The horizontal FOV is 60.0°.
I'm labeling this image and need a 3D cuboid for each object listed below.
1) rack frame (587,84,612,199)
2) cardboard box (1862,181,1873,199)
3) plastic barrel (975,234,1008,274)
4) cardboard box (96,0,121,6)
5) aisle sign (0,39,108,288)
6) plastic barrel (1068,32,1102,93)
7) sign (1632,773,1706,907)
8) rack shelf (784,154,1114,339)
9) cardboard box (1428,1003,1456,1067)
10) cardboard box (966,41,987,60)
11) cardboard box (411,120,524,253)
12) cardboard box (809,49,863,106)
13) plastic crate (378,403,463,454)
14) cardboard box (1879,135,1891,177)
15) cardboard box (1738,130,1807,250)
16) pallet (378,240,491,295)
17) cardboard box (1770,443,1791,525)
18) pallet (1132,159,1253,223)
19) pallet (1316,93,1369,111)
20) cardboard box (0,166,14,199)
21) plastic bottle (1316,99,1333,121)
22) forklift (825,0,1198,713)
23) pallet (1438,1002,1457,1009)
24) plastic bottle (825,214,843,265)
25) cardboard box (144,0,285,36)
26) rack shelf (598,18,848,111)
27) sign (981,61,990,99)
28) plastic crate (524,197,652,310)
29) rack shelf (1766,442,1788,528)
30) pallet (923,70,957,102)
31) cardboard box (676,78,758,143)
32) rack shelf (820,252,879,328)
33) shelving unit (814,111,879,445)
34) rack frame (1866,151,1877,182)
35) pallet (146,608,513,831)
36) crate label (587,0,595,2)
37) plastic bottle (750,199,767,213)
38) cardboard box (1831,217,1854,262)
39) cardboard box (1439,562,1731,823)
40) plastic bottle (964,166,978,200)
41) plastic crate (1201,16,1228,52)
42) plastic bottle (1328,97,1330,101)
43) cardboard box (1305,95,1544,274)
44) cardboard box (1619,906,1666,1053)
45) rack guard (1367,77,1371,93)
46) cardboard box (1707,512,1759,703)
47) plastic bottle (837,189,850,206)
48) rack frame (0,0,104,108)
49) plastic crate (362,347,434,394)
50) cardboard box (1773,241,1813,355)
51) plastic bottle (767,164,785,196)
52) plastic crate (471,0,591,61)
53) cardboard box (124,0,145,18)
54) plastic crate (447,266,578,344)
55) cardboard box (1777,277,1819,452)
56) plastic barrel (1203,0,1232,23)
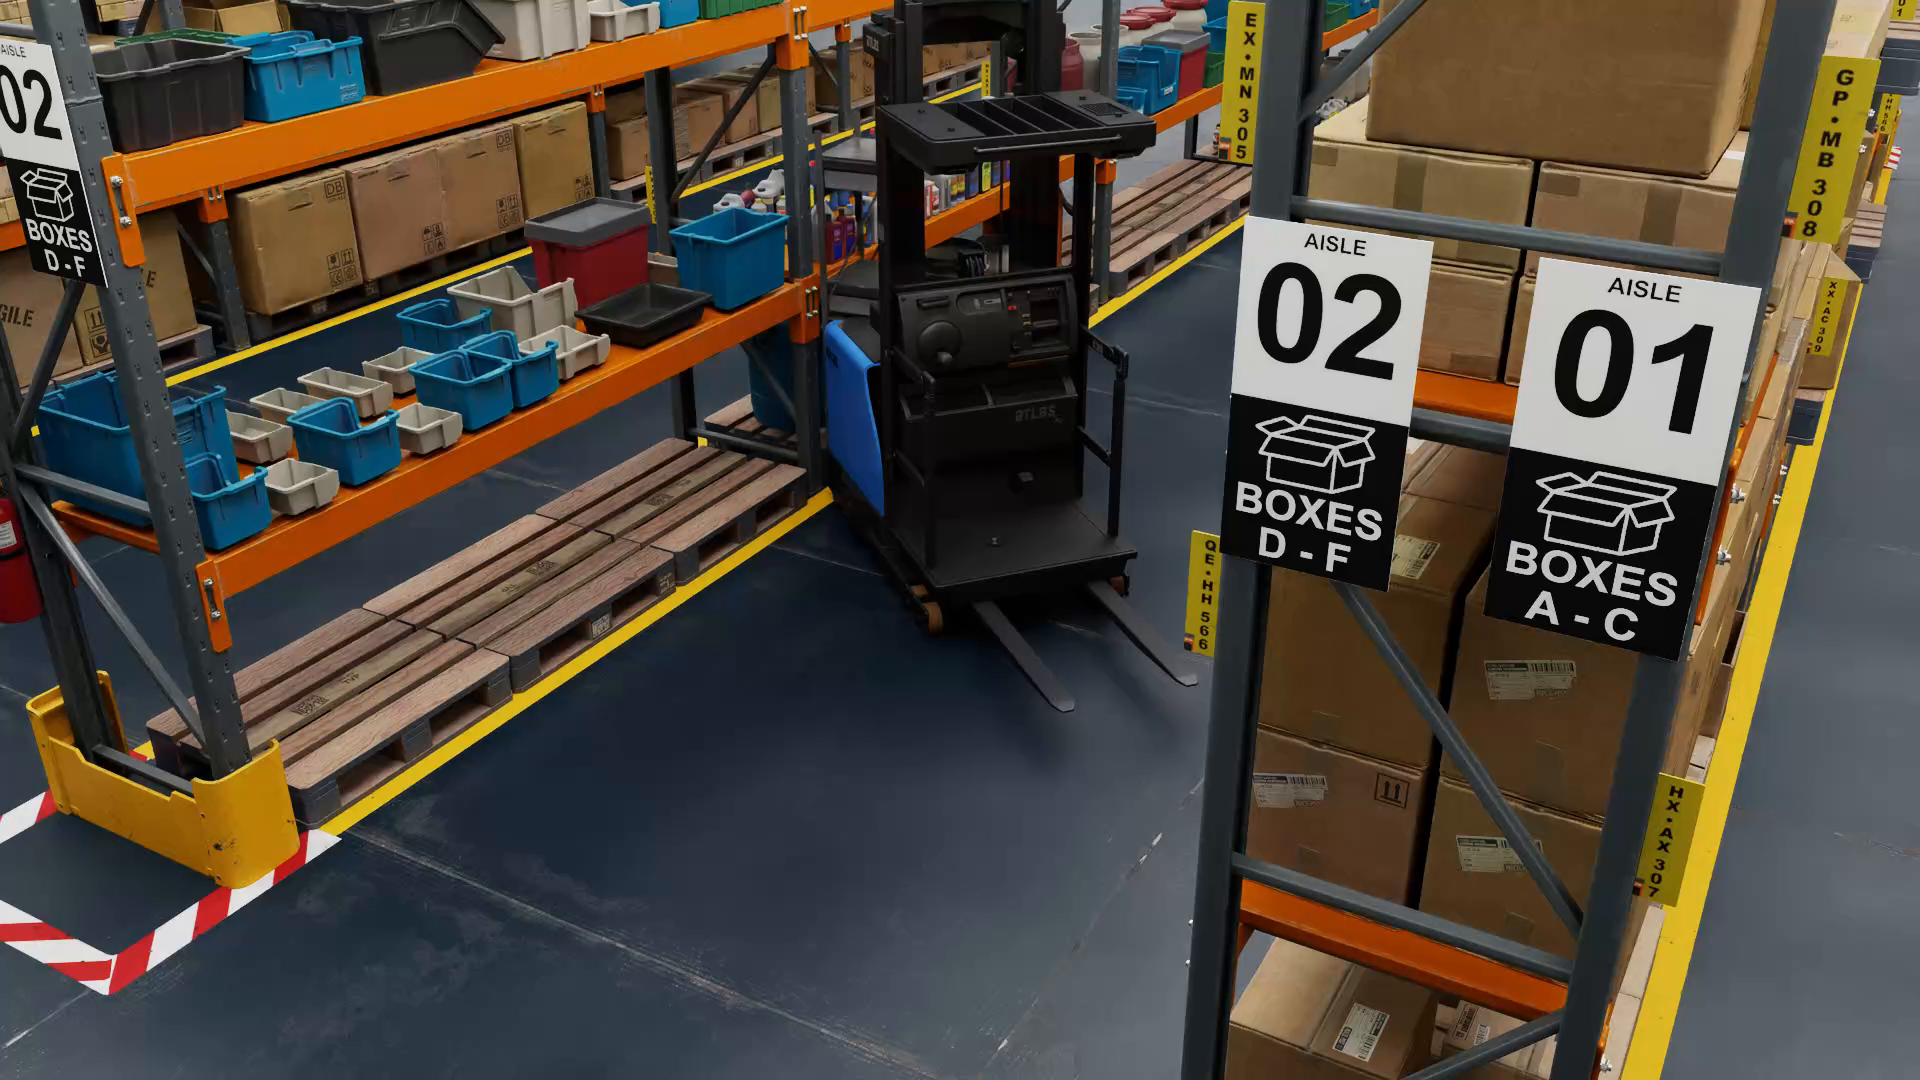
[{"bbox_3d":[-3.621,-4.378,14.644,1.000,3.000,0.127,14,30,26],"label":"rack frame"},{"bbox_3d":[7.020,-2.742,13.352,0.500,0.311,0.500,14,30,26],"label":"cardboard box"},{"bbox_3d":[0.265,-1.928,12.061,0.421,0.512,0.421,0,27,0],"label":"plastic barrel"},{"bbox_3d":[-8.117,-5.120,15.607,0.380,0.149,0.250,14,30,26],"label":"cardboard box"},{"bbox_3d":[-3.021,-1.238,5.469,0.394,0.787,0.004,14,30,26],"label":"aisle sign"},{"bbox_3d":[1.011,-3.785,13.335,0.421,0.512,0.421,0,27,0],"label":"plastic barrel"},{"bbox_3d":[1.539,0.655,3.623,0.100,0.325,0.005,14,30,26],"label":"sign"},{"bbox_3d":[-0.293,-2.186,11.070,1.077,0.370,4.000,14,30,26],"label":"rack shelf"},{"bbox_3d":[1.397,1.589,5.399,0.380,0.166,0.250,14,30,26],"label":"cardboard box"},{"bbox_3d":[-0.007,-6.326,20.859,0.500,0.500,0.500,21,33,35],"label":"cardboard box"},{"bbox_3d":[-4.424,-3.005,13.807,1.225,0.875,0.875,14,30,26],"label":"cardboard box"},{"bbox_3d":[-1.422,-5.154,18.518,0.500,0.500,0.500,13,29,25],"label":"cardboard box"},{"bbox_3d":[-2.273,-0.473,7.072,0.250,0.136,0.298,14,30,26],"label":"plastic crate"},{"bbox_3d":[7.962,-3.549,14.753,0.500,0.500,0.500,14,30,26],"label":"cardboard box"},{"bbox_3d":[1.798,-0.911,3.977,0.500,0.250,0.500,14,30,26],"label":"cardboard box"},{"bbox_3d":[-4.676,-2.367,13.742,1.003,0.211,1.213,14,30,26],"label":"pallet"},{"bbox_3d":[4.239,-0.450,9.099,0.500,0.500,0.500,13,29,24],"label":"cardboard box"},{"bbox_3d":[2.306,-3.284,15.575,1.003,0.211,1.213,14,30,26],"label":"pallet"},{"bbox_3d":[4.226,-4.803,18.608,1.003,0.211,1.213,14,30,26],"label":"pallet"},{"bbox_3d":[-6.081,-2.254,10.237,0.500,0.250,0.500,15,30,27],"label":"cardboard box"},{"bbox_3d":[3.719,-4.321,16.998,0.144,0.351,0.185,14,30,26],"label":"plastic bottle"},{"bbox_3d":[0.223,-1.047,8.068,1.130,2.935,3.031,-10,28,-18],"label":"forklift"},{"bbox_3d":[1.495,1.829,5.360,1.003,0.211,1.213,14,30,26],"label":"pallet"},{"bbox_3d":[-0.725,-1.725,9.475,0.061,0.283,0.133,14,30,26],"label":"plastic bottle"},{"bbox_3d":[-5.282,-3.563,11.784,0.797,0.503,0.637,13,30,25],"label":"cardboard box"},{"bbox_3d":[-2.637,-4.836,16.363,1.077,0.370,4.000,14,30,26],"label":"rack shelf"},{"bbox_3d":[0.209,-3.479,12.666,0.100,0.325,0.005,14,30,26],"label":"sign"},{"bbox_3d":[-1.934,-1.491,8.739,0.402,0.464,0.583,14,30,26],"label":"plastic crate"},{"bbox_3d":[4.018,-1.094,8.888,1.077,0.370,4.000,14,30,26],"label":"rack shelf"},{"bbox_3d":[-0.754,-5.437,19.875,1.003,0.211,1.213,14,30,26],"label":"pallet"},{"bbox_3d":[-2.500,-4.381,16.952,0.700,0.500,0.500,12,29,22],"label":"cardboard box"},{"bbox_3d":[-0.496,-1.309,9.496,0.431,0.518,0.480,10,28,20],"label":"rack shelf"},{"bbox_3d":[-0.497,-1.321,9.490,0.431,2.100,0.503,10,28,20],"label":"shelving unit"},{"bbox_3d":[6.970,-3.754,13.398,1.000,3.000,0.127,14,30,26],"label":"rack frame"},{"bbox_3d":[-2.805,0.765,7.487,1.003,0.211,1.213,14,30,26],"label":"pallet"},{"bbox_3d":[-1.769,-2.825,8.485,0.293,0.136,0.466,14,30,26],"label":"crate label"},{"bbox_3d":[-1.212,-1.954,10.024,0.097,0.201,0.097,0,27,0],"label":"plastic bottle"},{"bbox_3d":[3.745,-1.286,7.887,0.700,0.500,0.500,20,33,34],"label":"cardboard box"},{"bbox_3d":[1.514,0.316,4.039,0.500,0.500,0.500,15,30,28],"label":"cardboard box"},{"bbox_3d":[0.030,-2.391,10.731,0.144,0.351,0.185,14,30,26],"label":"plastic bottle"},{"bbox_3d":[2.387,-4.340,14.588,0.392,0.384,0.575,14,30,26],"label":"plastic crate"},{"bbox_3d":[3.864,-4.506,17.443,0.061,0.283,0.133,14,30,26],"label":"plastic bottle"},{"bbox_3d":[1.097,-0.831,3.818,0.500,0.250,0.500,14,30,26],"label":"cardboard box"},{"bbox_3d":[2.073,1.417,5.650,0.500,0.250,0.500,14,30,26],"label":"cardboard box"},{"bbox_3d":[4.630,-5.247,19.174,1.175,0.500,0.348,14,30,26],"label":"rack guard"},{"bbox_3d":[2.260,0.172,5.444,0.500,0.500,0.500,15,30,27],"label":"cardboard box"},{"bbox_3d":[-0.752,-2.267,10.571,0.097,0.271,0.097,0,27,0],"label":"plastic bottle"},{"bbox_3d":[-3.244,-2.852,4.894,1.000,3.000,0.127,14,30,26],"label":"rack frame"},{"bbox_3d":[-2.600,-0.779,7.683,0.298,0.136,0.250,14,30,26],"label":"plastic crate"},{"bbox_3d":[1.798,-0.688,4.089,0.500,0.250,0.500,14,30,26],"label":"cardboard box"},{"bbox_3d":[-1.109,-2.136,10.222,0.144,0.351,0.185,14,30,26],"label":"plastic bottle"},{"bbox_3d":[-1.885,-2.253,7.182,0.437,0.282,0.530,14,30,26],"label":"plastic crate"},{"bbox_3d":[-7.982,-5.095,15.888,0.380,0.149,0.250,15,30,27],"label":"cardboard box"},{"bbox_3d":[-2.188,-1.148,8.257,0.437,0.282,0.530,14,30,26],"label":"plastic crate"},{"bbox_3d":[2.761,-0.673,6.016,0.500,0.500,0.500,14,30,25],"label":"cardboard box"},{"bbox_3d":[2.205,-4.986,15.300,0.600,0.901,0.708,14,30,26],"label":"plastic barrel"}]
